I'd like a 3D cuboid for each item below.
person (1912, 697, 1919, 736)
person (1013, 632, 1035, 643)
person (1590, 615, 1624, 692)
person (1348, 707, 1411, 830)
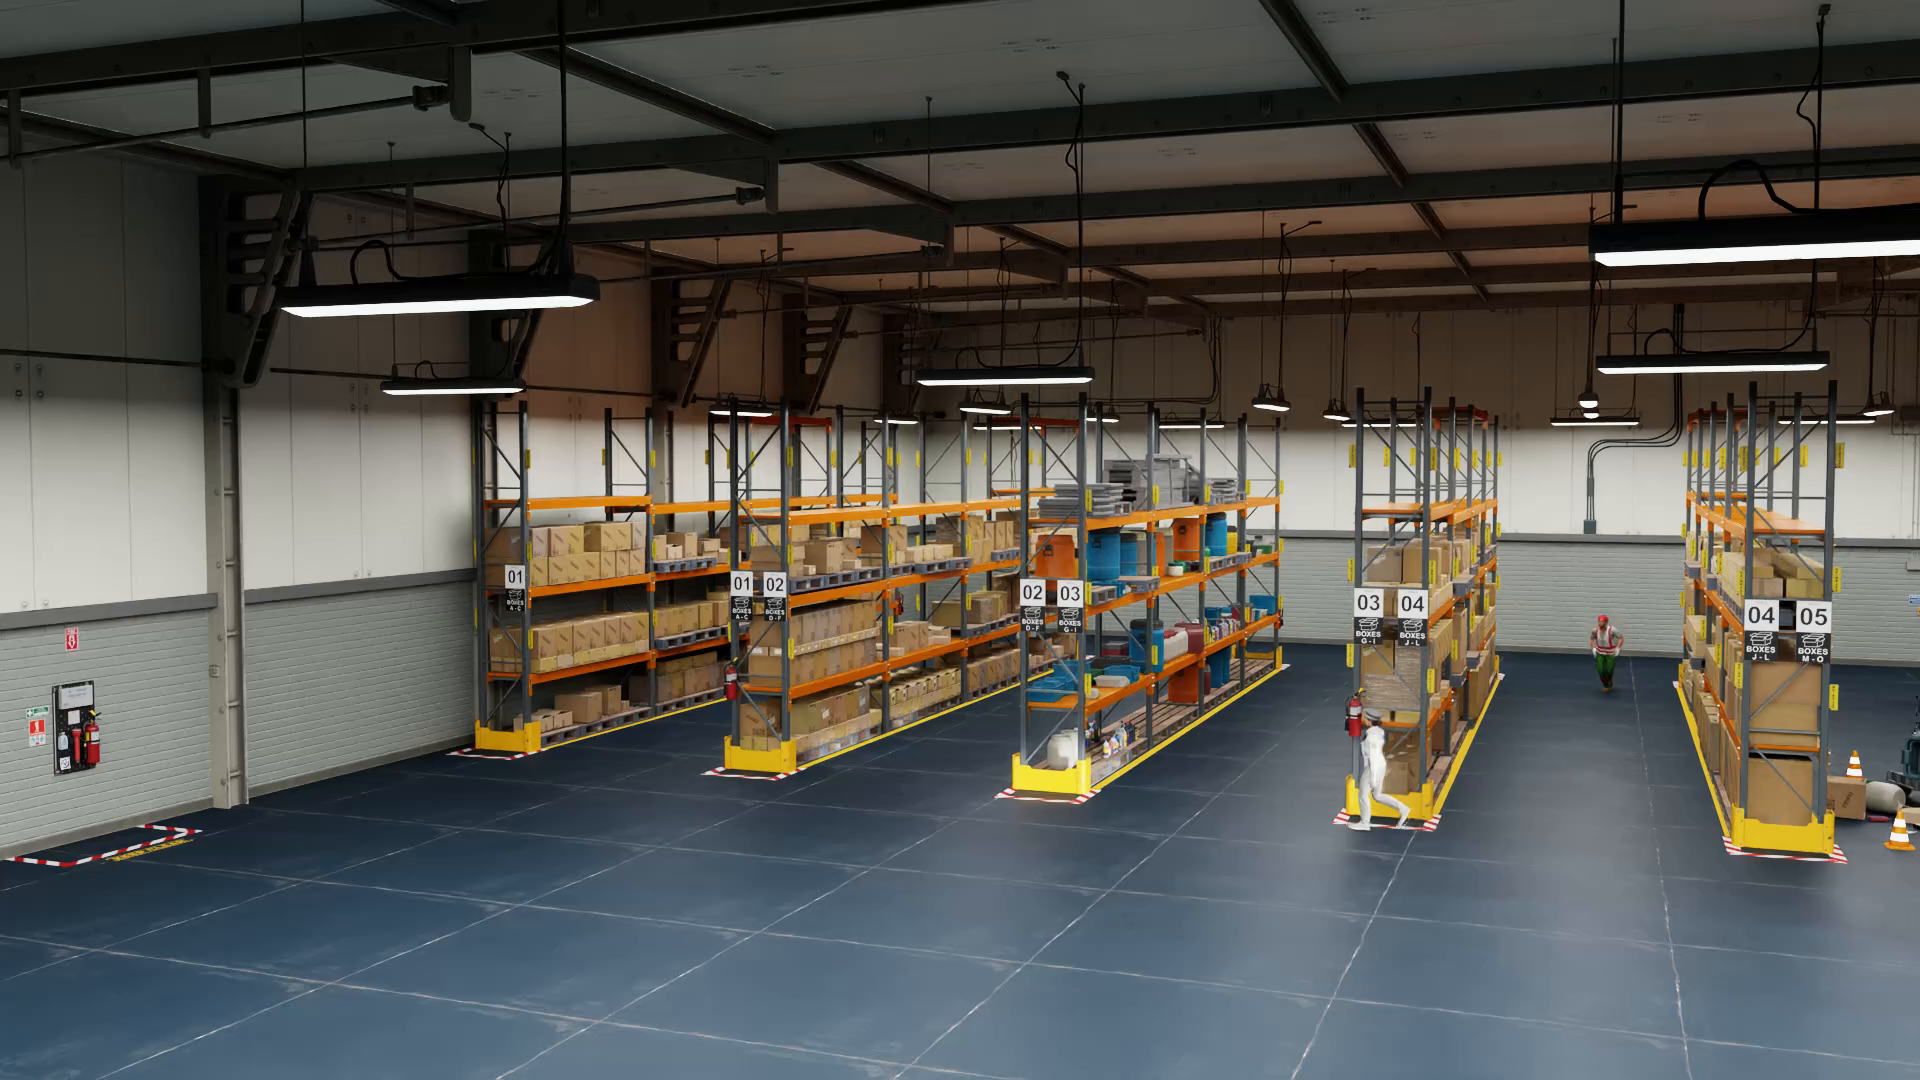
[{"bbox_3d":[17.483,2.768,29.877,0.407,1.615,0.638,0,3,1],"label":"person"},{"bbox_3d":[1.728,1.947,44.814,0.600,1.706,1.074,1,3,24],"label":"person"},{"bbox_3d":[13.863,2.431,35.650,0.695,1.685,0.632,2,3,29],"label":"person"},{"bbox_3d":[5.642,3.075,22.324,0.812,1.649,0.511,1,3,18],"label":"person"}]
